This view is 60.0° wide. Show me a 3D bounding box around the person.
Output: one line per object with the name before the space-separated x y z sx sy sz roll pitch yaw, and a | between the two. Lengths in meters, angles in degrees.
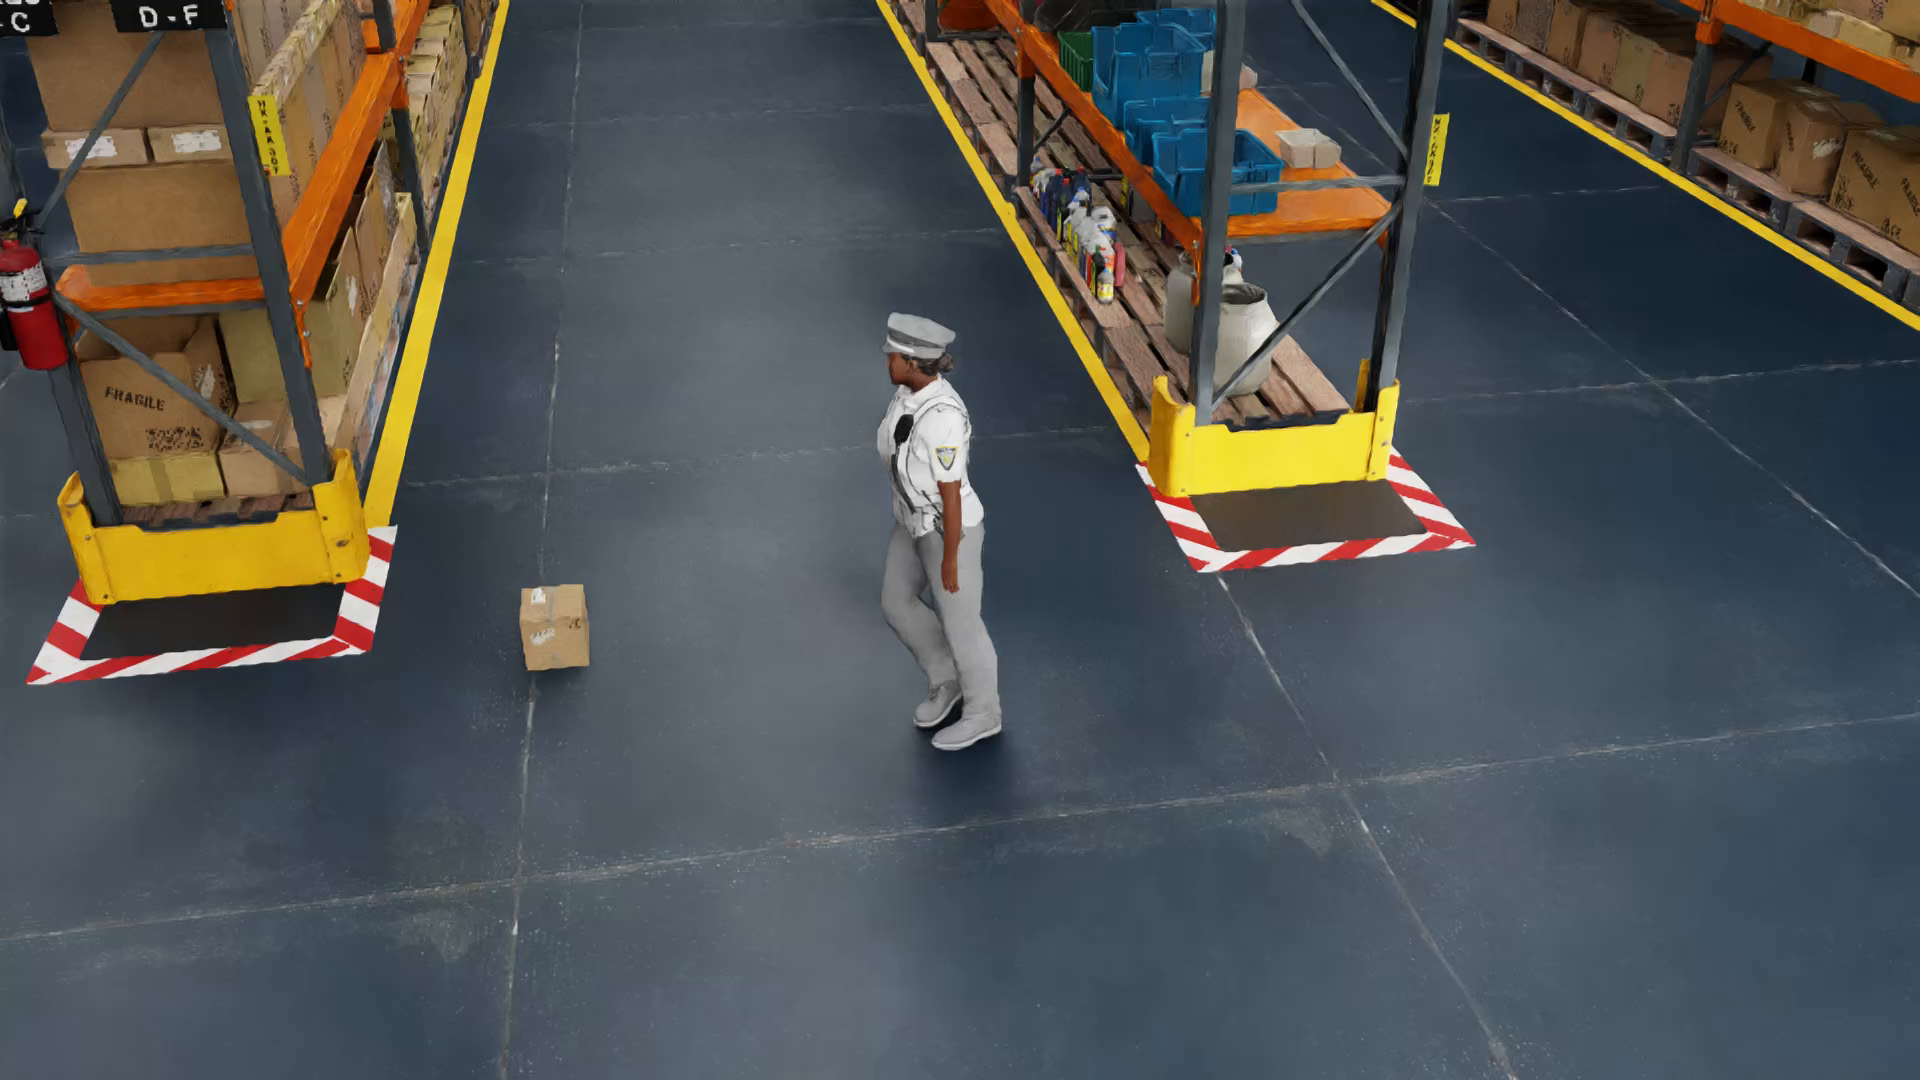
person | -0.088 -0.028 6.162 0.383 1.649 0.551 -12 33 -19
